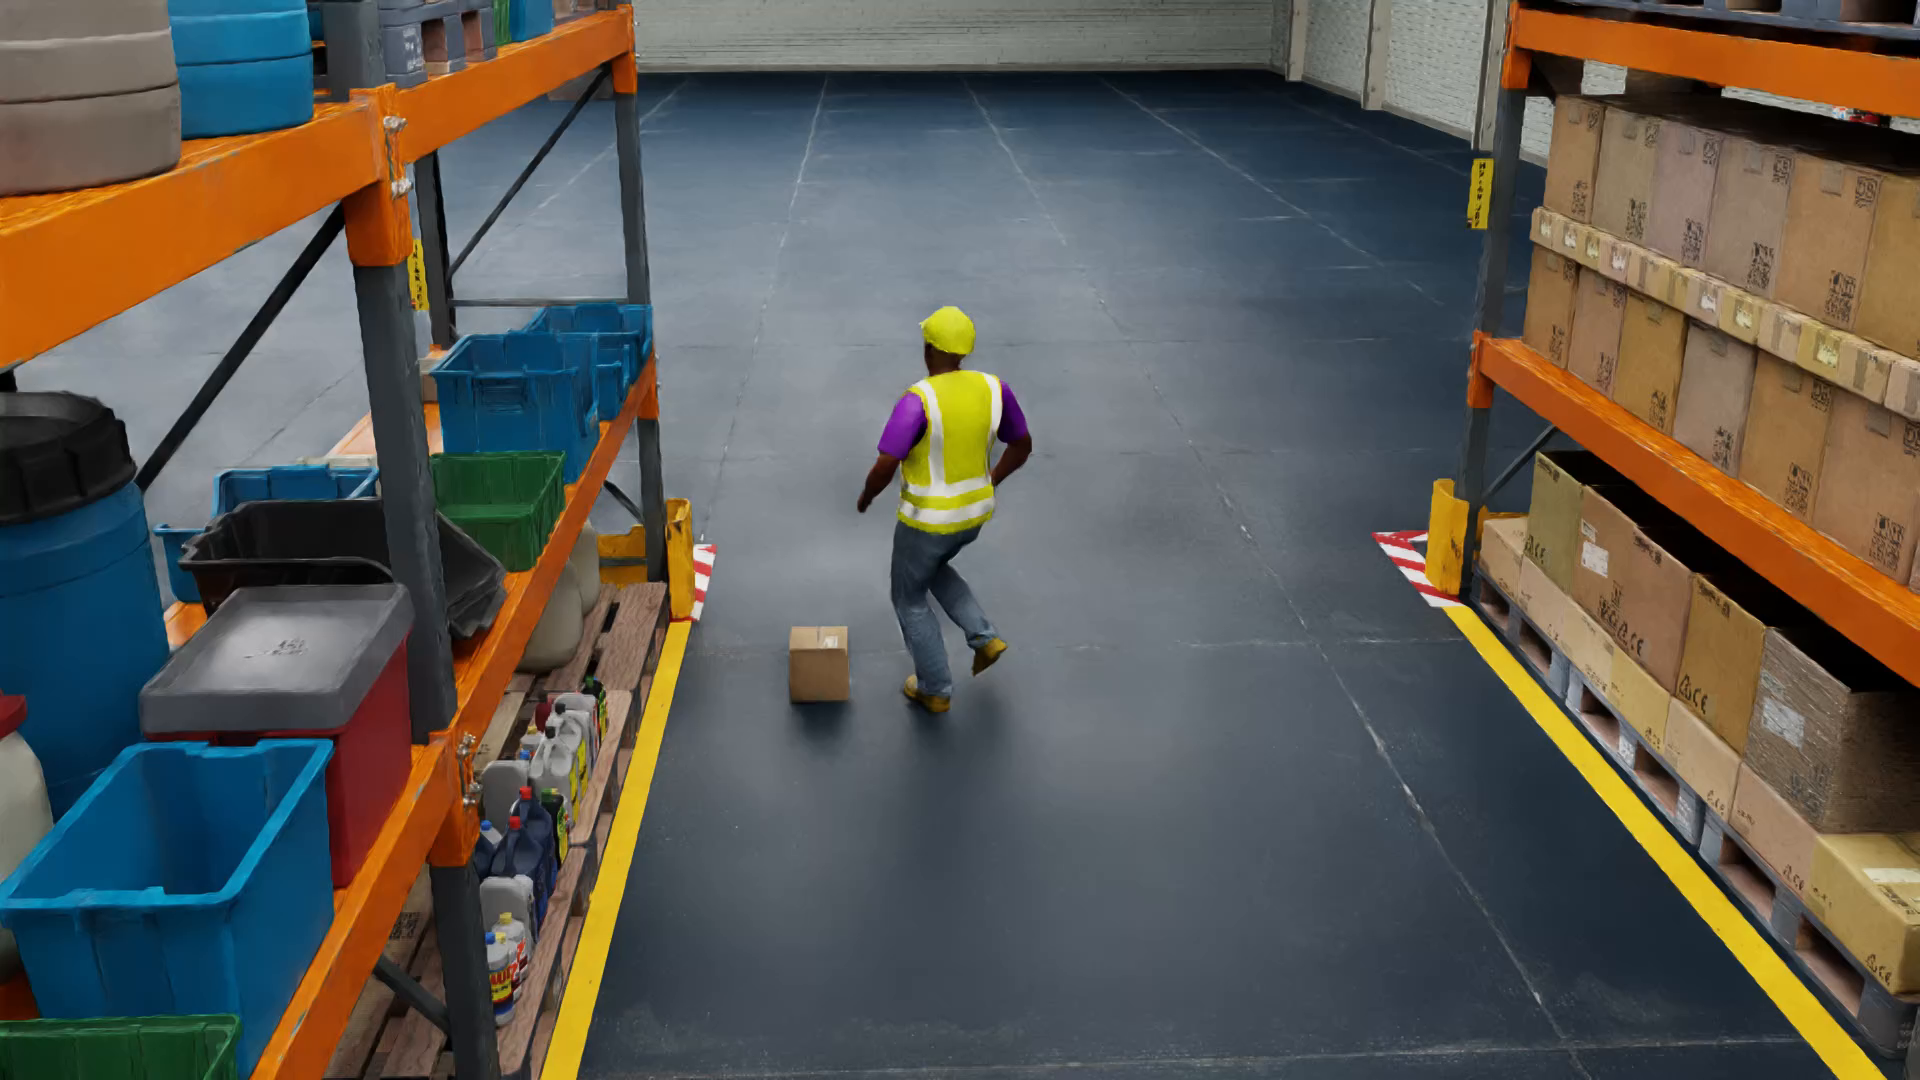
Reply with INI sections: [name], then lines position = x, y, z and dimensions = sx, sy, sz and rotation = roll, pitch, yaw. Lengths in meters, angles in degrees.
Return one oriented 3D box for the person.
[person]
position = -0.114, -0.121, 6.927
dimensions = 0.534, 1.739, 0.737
rotation = 17, 26, 38
